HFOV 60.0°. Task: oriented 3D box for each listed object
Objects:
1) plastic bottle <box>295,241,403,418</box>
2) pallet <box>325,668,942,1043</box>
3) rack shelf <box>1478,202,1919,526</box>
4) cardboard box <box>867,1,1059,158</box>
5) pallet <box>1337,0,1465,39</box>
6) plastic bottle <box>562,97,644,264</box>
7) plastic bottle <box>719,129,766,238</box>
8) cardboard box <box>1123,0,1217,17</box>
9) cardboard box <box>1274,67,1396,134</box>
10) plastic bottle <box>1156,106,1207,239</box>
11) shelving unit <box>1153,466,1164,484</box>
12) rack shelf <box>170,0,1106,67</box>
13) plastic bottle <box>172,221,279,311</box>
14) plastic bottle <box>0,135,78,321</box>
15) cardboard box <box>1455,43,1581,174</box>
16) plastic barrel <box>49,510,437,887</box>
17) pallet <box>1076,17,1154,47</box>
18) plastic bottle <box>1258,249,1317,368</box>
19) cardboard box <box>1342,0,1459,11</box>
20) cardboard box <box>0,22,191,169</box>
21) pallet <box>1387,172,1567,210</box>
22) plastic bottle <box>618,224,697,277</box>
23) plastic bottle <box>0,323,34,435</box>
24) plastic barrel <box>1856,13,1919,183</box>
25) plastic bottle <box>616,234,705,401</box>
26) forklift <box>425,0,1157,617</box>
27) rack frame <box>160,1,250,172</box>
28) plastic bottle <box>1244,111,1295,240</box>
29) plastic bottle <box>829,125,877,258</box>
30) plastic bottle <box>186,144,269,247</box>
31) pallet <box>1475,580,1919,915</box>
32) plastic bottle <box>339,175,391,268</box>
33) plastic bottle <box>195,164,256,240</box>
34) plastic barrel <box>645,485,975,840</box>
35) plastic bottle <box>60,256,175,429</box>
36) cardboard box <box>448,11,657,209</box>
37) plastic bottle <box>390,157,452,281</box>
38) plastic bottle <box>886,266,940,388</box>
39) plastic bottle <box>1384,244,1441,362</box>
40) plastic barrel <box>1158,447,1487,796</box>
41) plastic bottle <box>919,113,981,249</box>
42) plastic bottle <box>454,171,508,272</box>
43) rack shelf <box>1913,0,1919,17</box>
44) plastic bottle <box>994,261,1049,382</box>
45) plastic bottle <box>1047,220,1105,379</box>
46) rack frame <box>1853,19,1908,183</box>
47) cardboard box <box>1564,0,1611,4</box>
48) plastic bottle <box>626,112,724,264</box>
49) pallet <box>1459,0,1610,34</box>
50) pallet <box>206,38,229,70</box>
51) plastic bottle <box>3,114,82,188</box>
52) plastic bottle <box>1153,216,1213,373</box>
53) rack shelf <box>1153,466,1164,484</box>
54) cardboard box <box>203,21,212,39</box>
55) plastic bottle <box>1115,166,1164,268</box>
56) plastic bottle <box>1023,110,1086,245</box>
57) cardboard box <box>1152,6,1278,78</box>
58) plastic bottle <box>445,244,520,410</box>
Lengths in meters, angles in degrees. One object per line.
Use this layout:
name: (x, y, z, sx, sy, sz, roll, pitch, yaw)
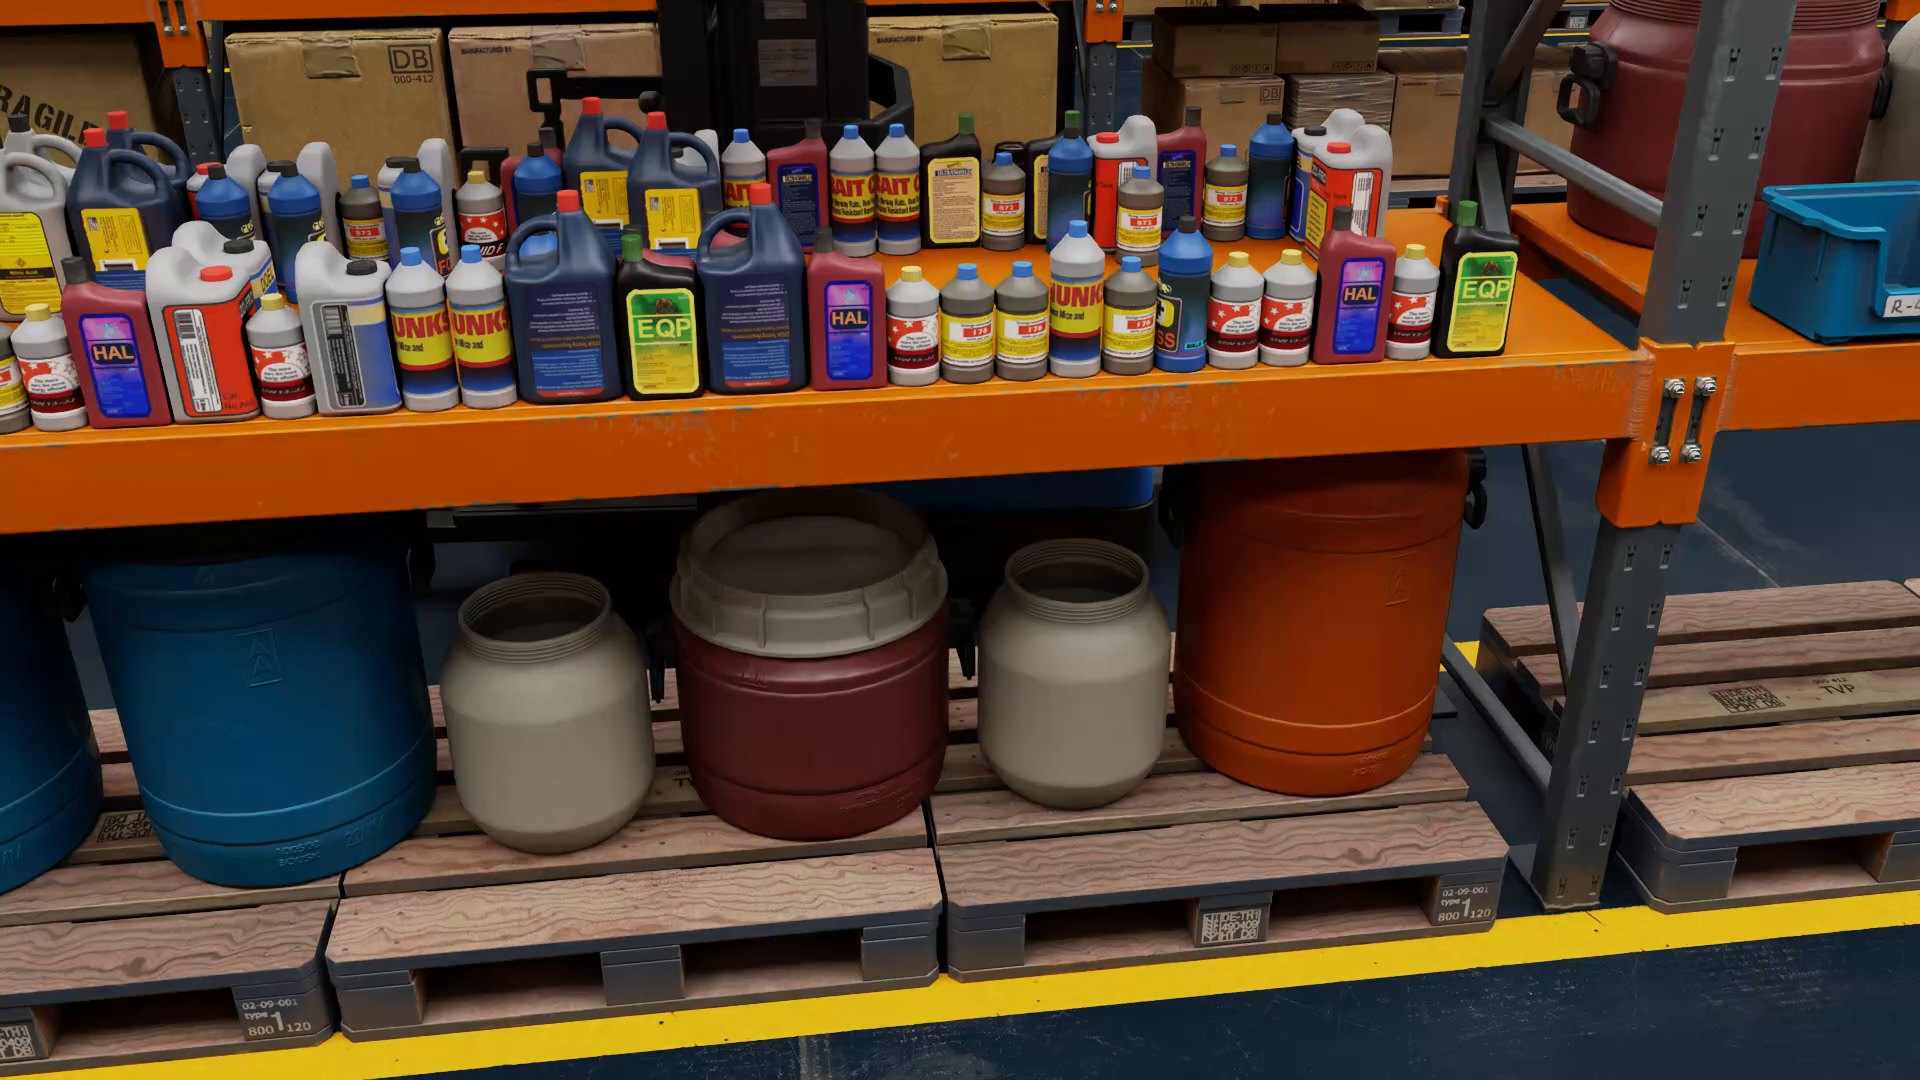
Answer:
plastic bottle: (-1.026, -0.365, 2.811, 0.135, 0.276, 0.152, -4, 27, -7)
pallet: (-0.703, 0.642, 3.767, 1.213, 0.211, 1.003, -4, 27, -7)
rack shelf: (3.258, -0.551, 3.826, 4.000, 0.370, 1.077, -4, 27, -7)
cardboard box: (-0.099, -2.190, 8.099, 0.875, 0.875, 1.225, -5, 28, -10)
pallet: (3.204, -4.162, 13.130, 1.213, 0.211, 1.003, -4, 27, -7)
plastic bottle: (-0.728, -0.744, 3.468, 0.185, 0.351, 0.144, -4, 27, -7)
plastic bottle: (-0.459, -0.737, 3.541, 0.097, 0.271, 0.097, 0, 27, 0)
cardboard box: (1.477, -4.472, 12.685, 0.750, 0.750, 1.050, -3, 27, -6)
cardboard box: (1.795, -2.159, 8.428, 0.500, 0.500, 0.700, -6, 28, -11)
plastic bottle: (0.472, -0.810, 3.671, 0.133, 0.283, 0.061, -4, 27, -7)
shelving unit: (0.663, -0.416, 5.075, 0.210, 0.900, 0.258, -2, 27, -3)
rack shelf: (-1.393, -2.535, 7.694, 4.000, 0.370, 1.077, -4, 27, -7)
plastic bottle: (-1.277, -0.419, 2.917, 0.135, 0.276, 0.152, -4, 27, -7)
plastic bottle: (-1.799, -0.609, 3.204, 0.185, 0.351, 0.144, -4, 27, -7)
cardboard box: (2.908, -2.234, 8.574, 0.500, 0.500, 0.700, -6, 28, -12)
plastic barrel: (-1.441, 0.186, 3.441, 0.708, 0.901, 0.600, -4, 27, -7)
pallet: (0.787, -4.007, 12.828, 1.213, 0.211, 1.003, -4, 27, -7)
plastic bottle: (0.591, -0.423, 3.006, 0.097, 0.201, 0.097, 0, 27, 0)
cardboard box: (3.355, -4.592, 12.917, 0.750, 0.750, 1.050, -4, 27, -7)
cardboard box: (-4.038, -1.964, 7.659, 0.875, 0.875, 0.875, -4, 27, -7)
pallet: (2.567, -1.867, 8.658, 1.213, 0.211, 1.003, -4, 27, -7)
plastic bottle: (-0.519, -0.408, 2.887, 0.133, 0.283, 0.061, -4, 27, -7)
plastic bottle: (-1.595, -0.283, 2.732, 0.097, 0.201, 0.097, 0, 27, 0)
plastic barrel: (2.266, -0.955, 3.704, 0.421, 0.512, 0.421, 0, 27, 0)
plastic bottle: (-0.511, -0.380, 2.833, 0.133, 0.283, 0.061, -4, 27, -7)
forklift: (-0.965, -1.313, 4.598, 3.031, 2.935, 1.130, -2, 27, -3)
rack frame: (-3.374, -2.728, 7.281, 0.127, 3.000, 1.000, -4, 27, -7)
plastic bottle: (0.685, -0.810, 3.684, 0.097, 0.271, 0.097, 0, 27, 0)
plastic bottle: (-0.230, -0.751, 3.569, 0.097, 0.271, 0.097, 0, 27, 0)
plastic bottle: (-1.477, -0.661, 3.387, 0.135, 0.276, 0.152, -4, 27, -7)
pallet: (2.050, 0.465, 4.112, 1.213, 0.211, 1.003, -4, 27, -7)
plastic bottle: (-1.233, -0.656, 3.460, 0.097, 0.201, 0.097, 0, 27, 0)
plastic bottle: (-1.442, -0.603, 3.281, 0.097, 0.271, 0.097, 0, 27, 0)
plastic barrel: (-0.323, 0.253, 3.653, 0.708, 0.588, 0.600, -4, 27, -7)
plastic bottle: (-1.382, -0.324, 2.724, 0.133, 0.283, 0.061, -4, 27, -7)
cardboard box: (-1.858, -2.077, 7.879, 0.875, 0.875, 1.225, -5, 28, -9)
plastic bottle: (-1.079, -0.627, 3.326, 0.097, 0.271, 0.097, 0, 27, 0)
plastic bottle: (-0.084, -0.380, 2.922, 0.097, 0.201, 0.097, 0, 27, 0)
plastic bottle: (0.819, -0.438, 3.035, 0.097, 0.201, 0.097, 0, 27, 0)
plastic barrel: (0.795, 0.074, 3.737, 0.708, 0.830, 0.600, -4, 27, -7)
plastic bottle: (-0.022, -0.778, 3.609, 0.133, 0.283, 0.061, -4, 27, -7)
plastic bottle: (-1.003, -0.670, 3.488, 0.097, 0.201, 0.097, 0, 27, 0)
rack shelf: (6.529, -3.044, 8.685, 4.000, 0.370, 1.077, -4, 27, -7)
plastic bottle: (0.109, -0.392, 2.946, 0.097, 0.201, 0.097, 0, 27, 0)
plastic bottle: (0.205, -0.429, 2.942, 0.097, 0.271, 0.097, 0, 27, 0)
rack frame: (4.548, -3.237, 8.273, 0.127, 3.000, 1.000, -4, 27, -7)
cardboard box: (4.590, -4.736, 13.061, 0.875, 0.875, 0.875, -3, 27, -6)
plastic bottle: (-0.574, -0.684, 3.350, 0.185, 0.351, 0.144, -4, 27, -7)
pallet: (4.721, -4.258, 13.317, 1.213, 0.211, 1.003, -4, 27, -7)
pallet: (-5.836, -3.598, 12.032, 1.213, 0.211, 1.003, -4, 27, -7)
plastic bottle: (-1.819, -0.674, 3.331, 0.185, 0.351, 0.144, -4, 27, -7)
plastic bottle: (0.398, -0.442, 2.966, 0.097, 0.271, 0.097, 0, 27, 0)
rack shelf: (0.663, -0.226, 5.173, 0.200, 0.077, 0.258, -2, 27, -3)
cardboard box: (-5.331, -3.651, 11.742, 0.250, 0.149, 0.380, -4, 27, -7)
plastic bottle: (0.381, -0.689, 3.525, 0.097, 0.201, 0.097, 0, 27, 0)
plastic bottle: (0.207, -0.793, 3.638, 0.133, 0.283, 0.061, -4, 27, -7)
cardboard box: (1.246, -2.456, 8.186, 0.500, 0.250, 0.500, -3, 27, -5)
plastic bottle: (-0.811, -0.364, 2.815, 0.097, 0.271, 0.097, 0, 27, 0)
